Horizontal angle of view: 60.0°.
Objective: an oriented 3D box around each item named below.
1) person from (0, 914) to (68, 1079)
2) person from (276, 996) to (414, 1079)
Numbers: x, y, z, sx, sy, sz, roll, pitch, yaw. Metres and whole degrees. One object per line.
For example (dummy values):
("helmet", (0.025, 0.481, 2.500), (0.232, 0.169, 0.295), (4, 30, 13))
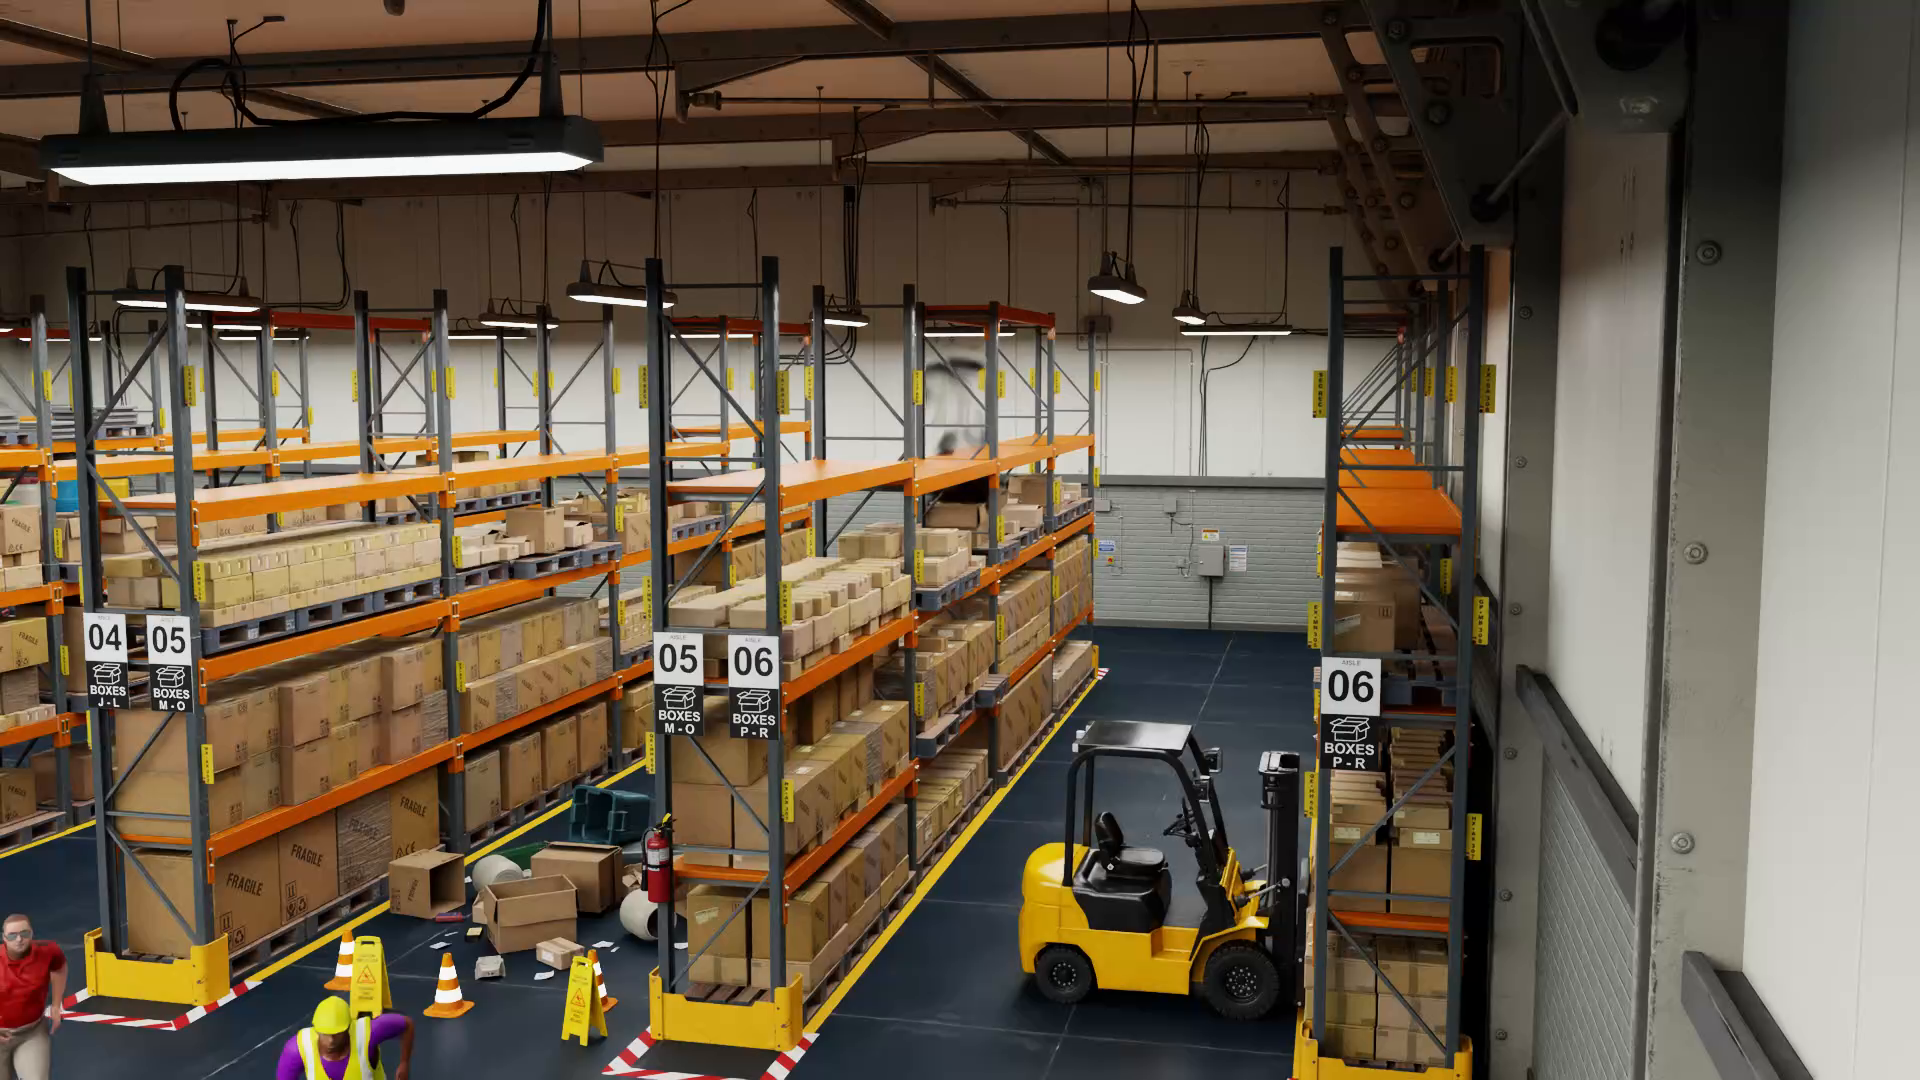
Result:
("person", (-6.181, 3.245, 10.875), (0.662, 1.729, 1.077), (-4, 7, -35))
("person", (-3.575, 3.384, 9.744), (0.746, 1.715, 1.026), (-1, 6, -12))
